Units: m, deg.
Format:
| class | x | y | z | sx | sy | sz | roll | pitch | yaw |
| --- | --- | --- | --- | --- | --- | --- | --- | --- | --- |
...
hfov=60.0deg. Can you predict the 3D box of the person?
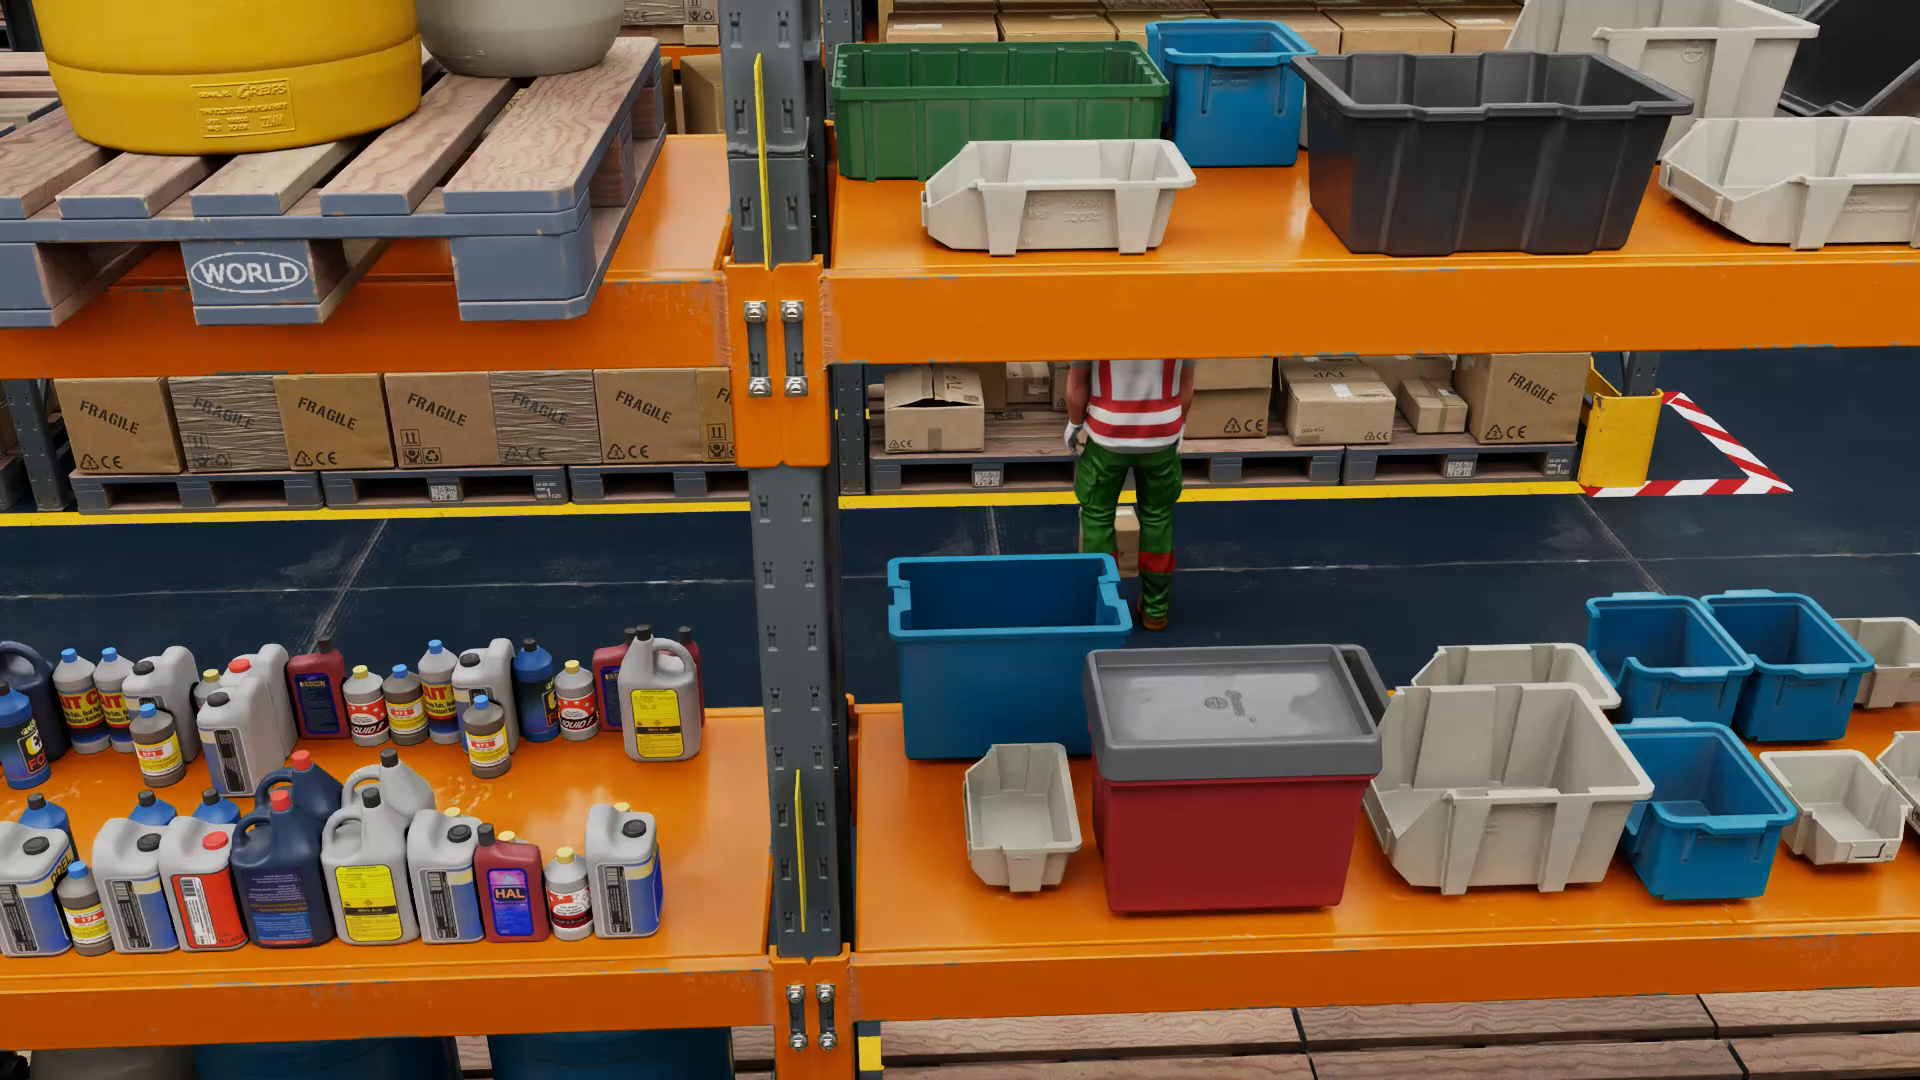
| class | x | y | z | sx | sy | sz | roll | pitch | yaw |
| --- | --- | --- | --- | --- | --- | --- | --- | --- | --- |
| person | 0.702 | -0.444 | 6.976 | 0.533 | 1.766 | 0.388 | -1 | 27 | -2 |
